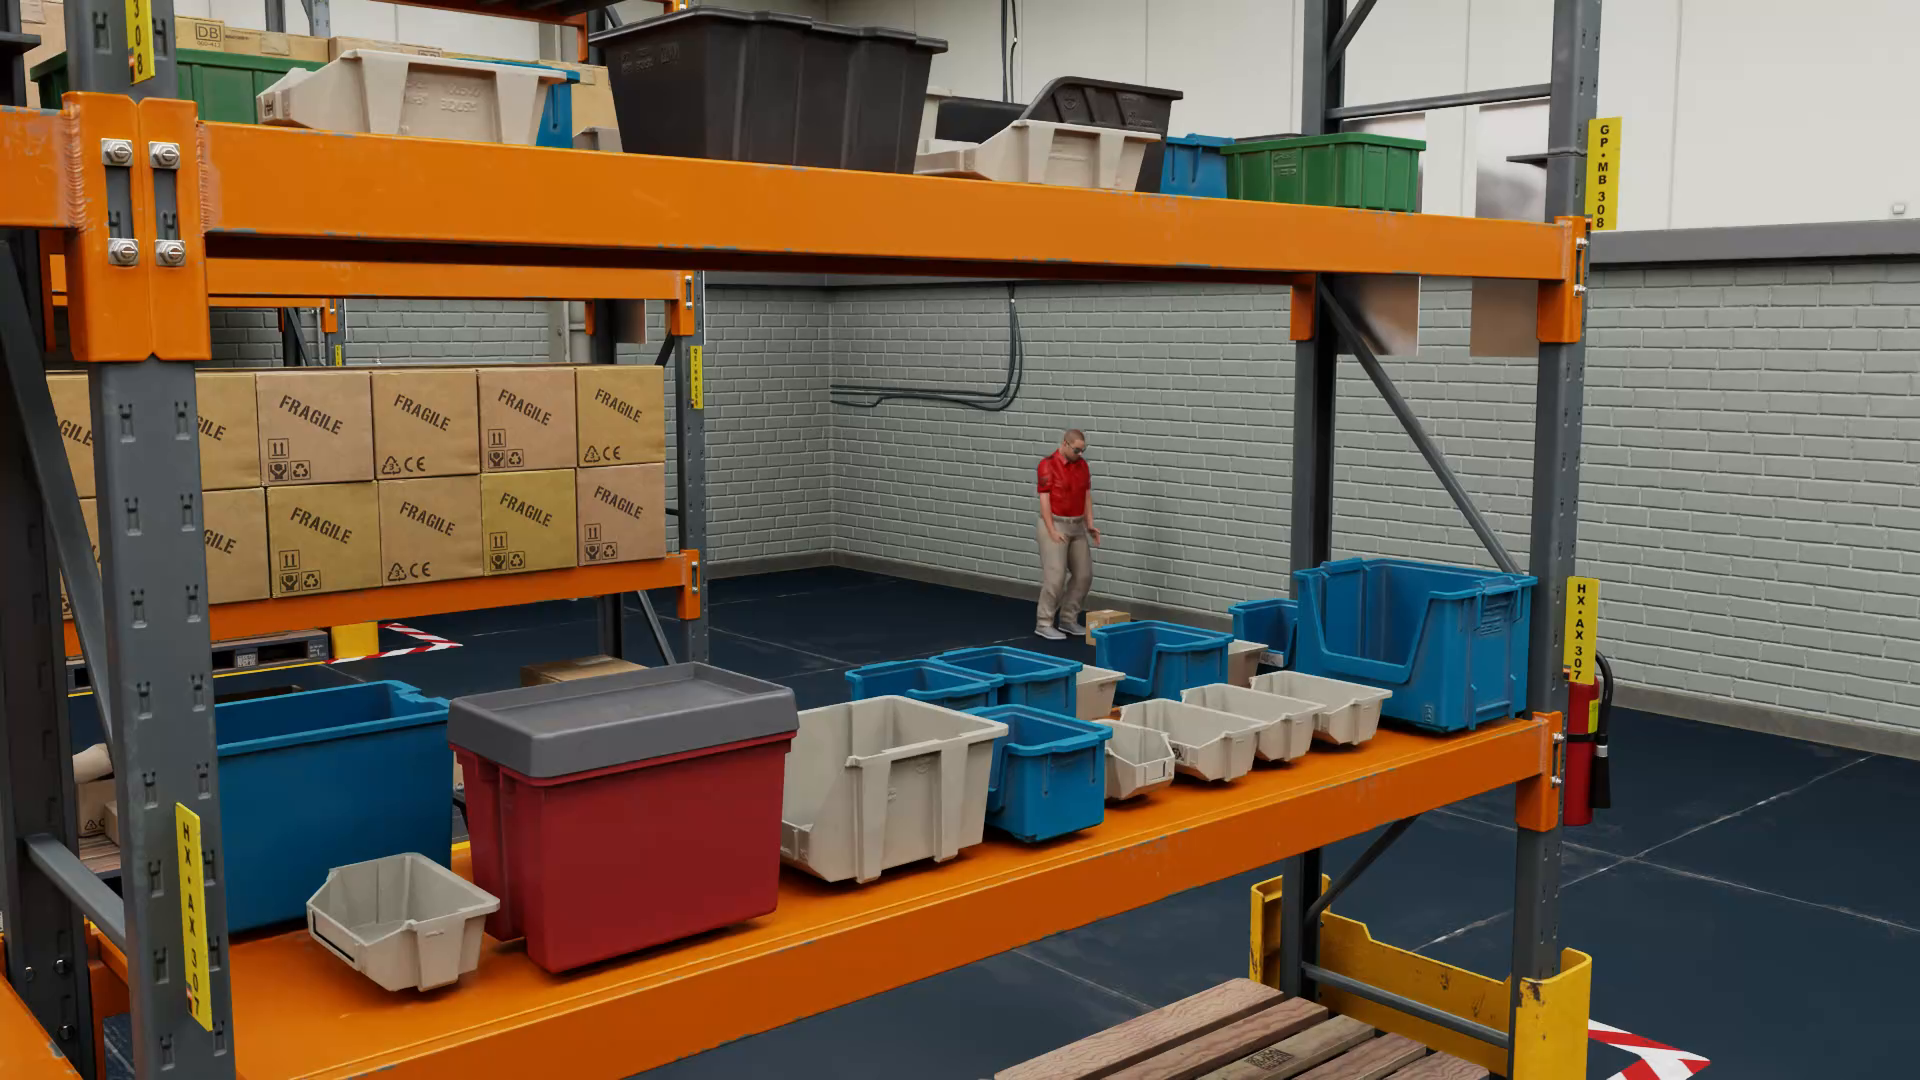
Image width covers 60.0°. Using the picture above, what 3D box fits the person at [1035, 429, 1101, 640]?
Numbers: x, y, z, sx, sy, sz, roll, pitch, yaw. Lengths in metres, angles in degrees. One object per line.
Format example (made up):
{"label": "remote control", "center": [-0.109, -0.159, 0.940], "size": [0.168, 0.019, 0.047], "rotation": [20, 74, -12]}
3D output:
{"label": "person", "center": [0.866, -0.056, 13.468], "size": [0.550, 1.694, 0.381], "rotation": [-6, 10, -39]}
